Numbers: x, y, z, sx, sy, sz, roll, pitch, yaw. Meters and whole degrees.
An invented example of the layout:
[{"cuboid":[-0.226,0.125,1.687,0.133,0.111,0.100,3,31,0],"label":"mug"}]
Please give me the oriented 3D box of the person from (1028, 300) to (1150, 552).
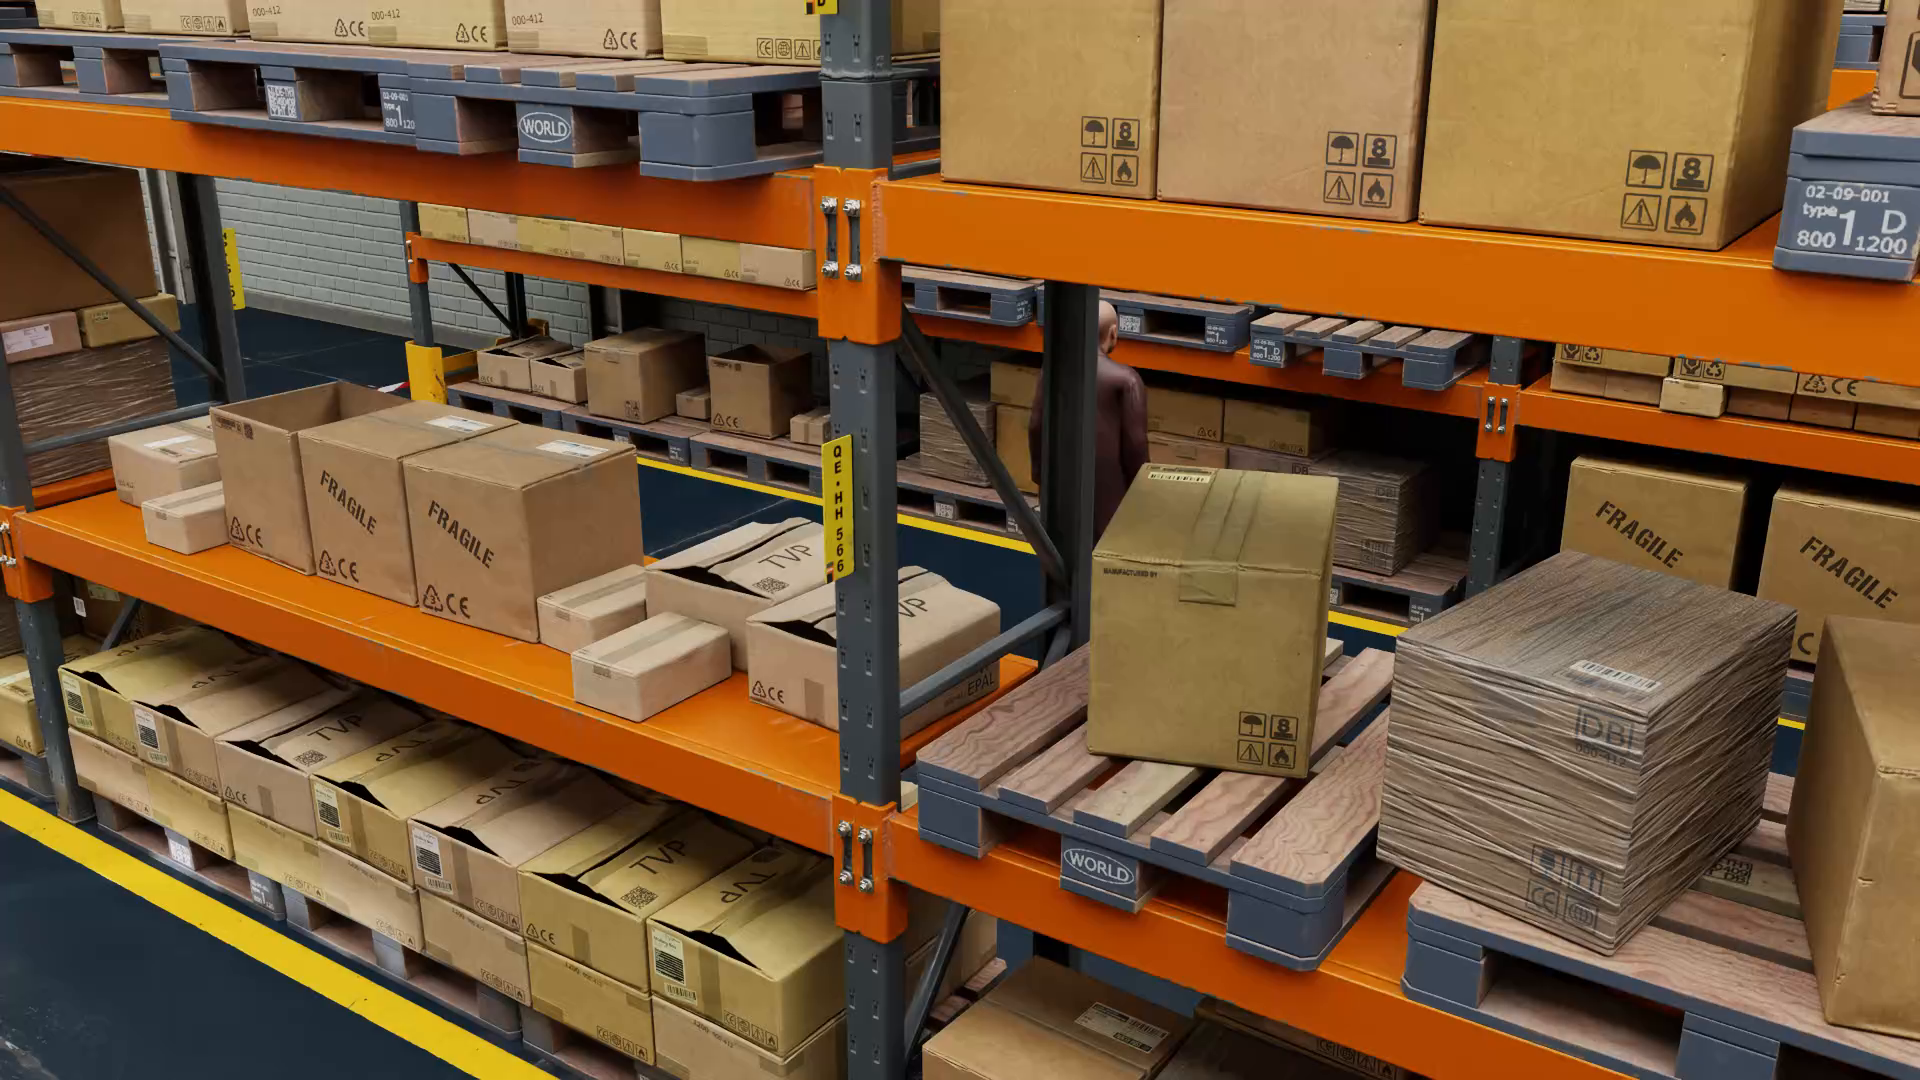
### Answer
[{"cuboid":[0.613,-0.223,7.721,0.646,1.774,0.419,13,23,32],"label":"person"}]
